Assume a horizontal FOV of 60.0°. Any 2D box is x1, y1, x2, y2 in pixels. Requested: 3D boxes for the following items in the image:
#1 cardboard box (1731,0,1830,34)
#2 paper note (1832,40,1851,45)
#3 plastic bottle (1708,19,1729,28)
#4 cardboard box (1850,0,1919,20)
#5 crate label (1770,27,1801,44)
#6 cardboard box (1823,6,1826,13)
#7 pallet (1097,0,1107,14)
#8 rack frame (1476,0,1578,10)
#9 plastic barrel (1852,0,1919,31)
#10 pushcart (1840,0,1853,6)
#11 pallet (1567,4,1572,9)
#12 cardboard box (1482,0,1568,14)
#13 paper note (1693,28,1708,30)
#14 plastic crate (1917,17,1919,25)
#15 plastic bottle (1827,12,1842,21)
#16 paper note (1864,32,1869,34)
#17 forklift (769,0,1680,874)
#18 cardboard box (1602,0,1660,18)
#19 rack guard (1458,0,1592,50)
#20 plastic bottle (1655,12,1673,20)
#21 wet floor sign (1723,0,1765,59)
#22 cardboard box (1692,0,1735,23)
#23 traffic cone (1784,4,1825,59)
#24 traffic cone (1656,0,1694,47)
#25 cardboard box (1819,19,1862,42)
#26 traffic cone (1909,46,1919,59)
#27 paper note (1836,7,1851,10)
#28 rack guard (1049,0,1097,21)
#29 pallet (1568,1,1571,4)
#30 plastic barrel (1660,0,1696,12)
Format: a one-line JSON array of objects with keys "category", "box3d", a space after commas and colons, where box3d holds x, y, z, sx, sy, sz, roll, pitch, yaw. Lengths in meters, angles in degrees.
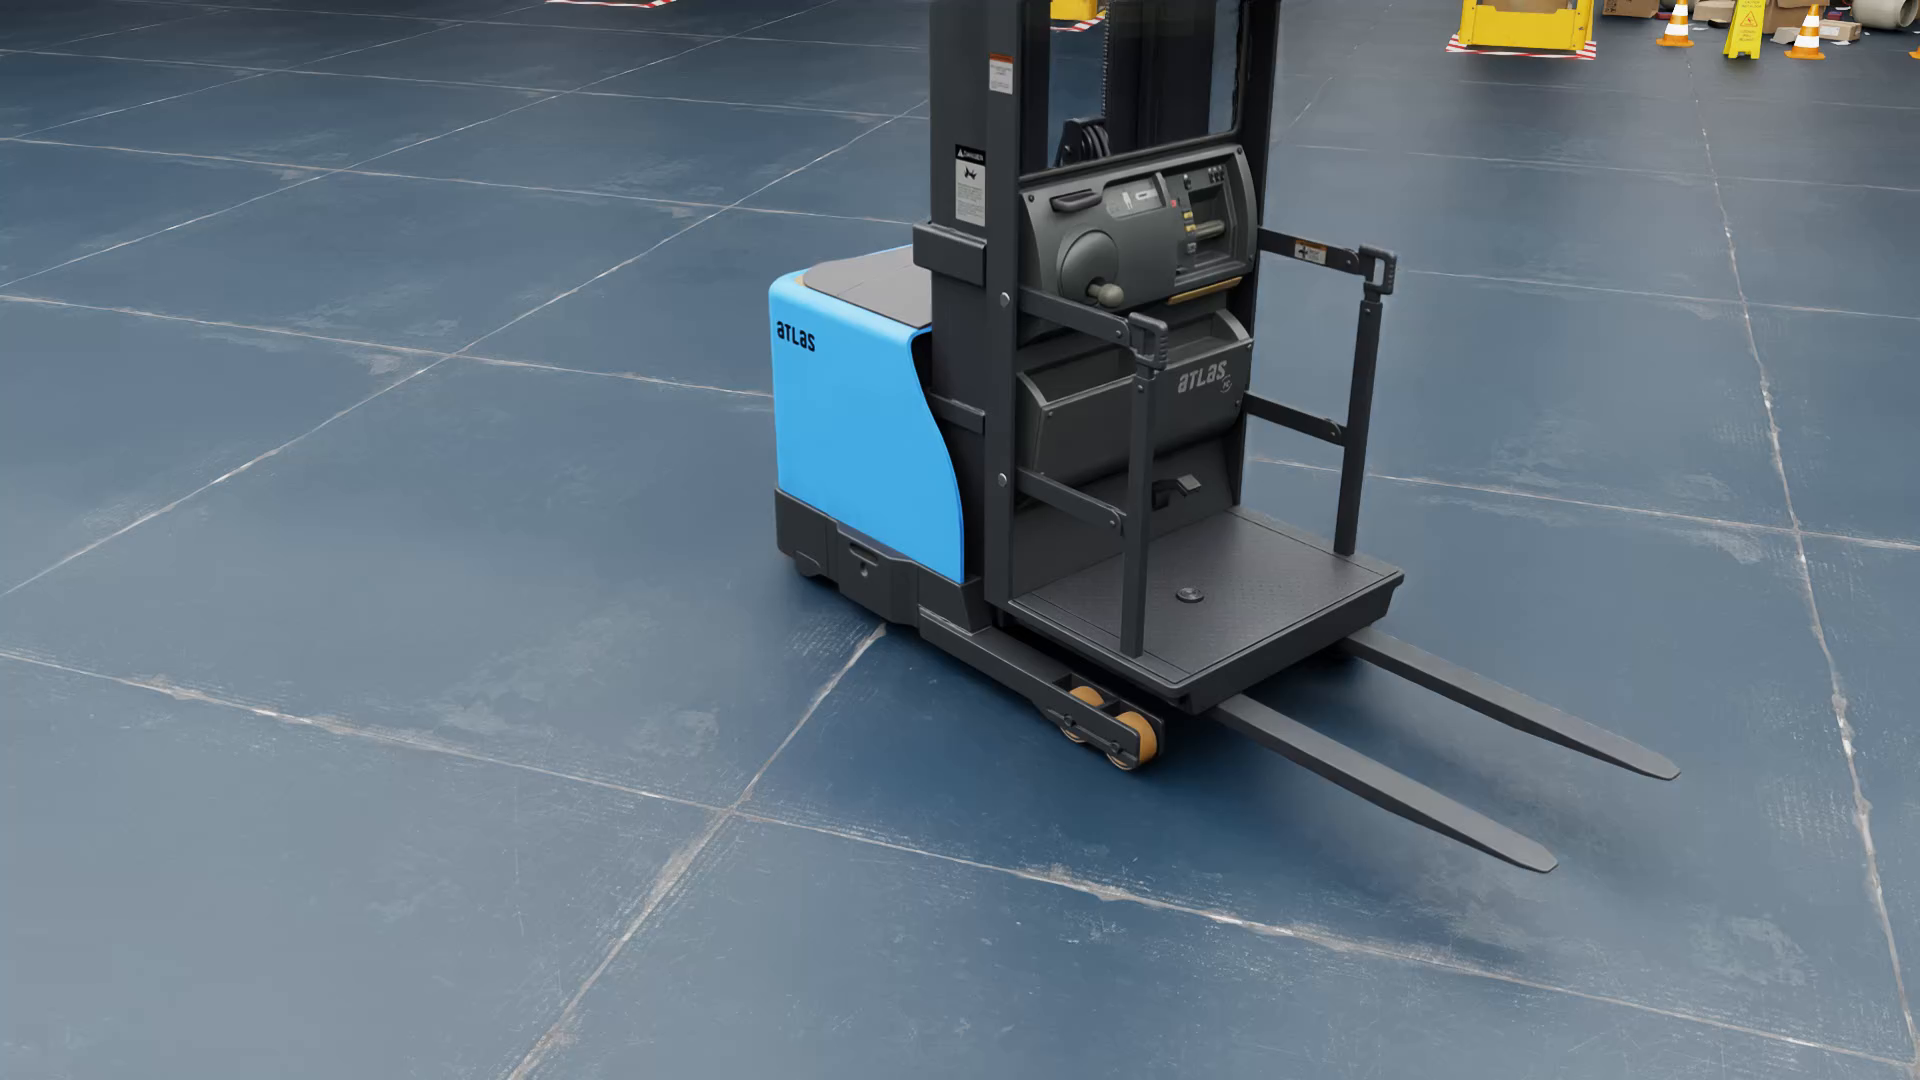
[{"category": "cardboard box", "box3d": [8.391, -5.494, 17.019, 0.797, 0.503, 0.637, -9, 27, -18]}, {"category": "paper note", "box3d": [8.631, -4.869, 16.271, 0.148, 0.019, 0.142, 0, 26, -1]}, {"category": "plastic bottle", "box3d": [7.858, -5.366, 17.262, 0.133, 0.061, 0.283, 0, 26, -1]}, {"category": "cardboard box", "box3d": [9.885, -5.805, 17.663, 0.500, 0.500, 0.500, -14, 29, -27]}, {"category": "crate label", "box3d": [8.164, -4.957, 16.330, 0.250, 0.136, 0.298, -5, 26, -9]}, {"category": "cardboard box", "box3d": [9.230, -5.918, 18.168, 0.258, 0.266, 0.396, -9, 27, -18]}, {"category": "pallet", "box3d": [1.178, -6.070, 18.545, 1.003, 0.211, 1.213, 9, 27, 17]}, {"category": "rack frame", "box3d": [5.492, -6.204, 15.622, 1.000, 3.000, 0.127, 9, 27, 17]}, {"category": "plastic barrel", "box3d": [9.454, -5.437, 16.994, 0.421, 0.421, 0.512, -14, 29, -27]}, {"category": "pushcart", "box3d": [9.358, -6.302, 18.832, 1.648, 0.377, 0.936, 0, 26, -1]}, {"category": "pallet", "box3d": [5.685, -5.289, 16.932, 1.003, 0.211, 1.213, 9, 27, 17]}, {"category": "cardboard box", "box3d": [5.656, -5.725, 16.589, 0.875, 0.875, 0.875, 9, 27, 18]}, {"category": "paper note", "box3d": [7.601, -5.248, 17.057, 0.144, 0.017, 0.142, 20, 32, 35]}, {"category": "plastic crate", "box3d": [10.229, -5.332, 17.170, 0.402, 0.080, 0.583, 0, 26, -1]}, {"category": "plastic bottle", "box3d": [9.327, -5.591, 17.727, 0.133, 0.061, 0.283, 14, 29, 26]}, {"category": "paper note", "box3d": [9.175, -5.125, 16.823, 0.032, 0.001, 0.123, 9, 27, 17]}, {"category": "forklift", "box3d": [0.685, -0.898, 4.741, 1.130, 2.935, 3.031, -21, 33, -36]}, {"category": "cardboard box", "box3d": [7.275, -5.938, 17.937, 0.500, 0.500, 0.500, 14, 29, 26]}, {"category": "rack guard", "box3d": [5.484, -5.070, 16.147, 1.175, 0.500, 0.348, 9, 27, 17]}, {"category": "plastic bottle", "box3d": [7.566, -5.579, 17.703, 0.283, 0.061, 0.133, 0, 26, -1]}, {"category": "wet floor sign", "box3d": [7.350, -4.846, 15.518, 0.267, 0.644, 0.232, 4, 26, 8]}, {"category": "cardboard box", "box3d": [7.988, -5.644, 17.603, 0.396, 0.266, 0.258, 14, 29, 26]}, {"category": "traffic cone", "box3d": [7.961, -4.771, 15.574, 0.336, 0.463, 0.334, 9, 27, 17]}, {"category": "traffic cone", "box3d": [7.008, -5.075, 16.201, 0.336, 0.463, 0.334, 9, 27, 17]}, {"category": "cardboard box", "box3d": [8.725, -5.076, 16.564, 0.250, 0.149, 0.380, -20, 33, -36]}, {"category": "traffic cone", "box3d": [9.121, -4.750, 15.530, 0.336, 0.463, 0.334, 9, 27, 17]}, {"category": "paper note", "box3d": [9.740, -5.865, 18.329, 0.148, 0.019, 0.142, 9, 27, 17]}, {"category": "rack guard", "box3d": [0.874, -5.871, 17.803, 1.175, 0.500, 0.348, 9, 27, 17]}, {"category": "pallet", "box3d": [6.092, -5.789, 17.964, 1.003, 0.211, 1.213, 9, 27, 17]}, {"category": "plastic barrel", "box3d": [7.893, -6.000, 18.157, 0.421, 0.421, 0.512, -14, 29, -27]}]
